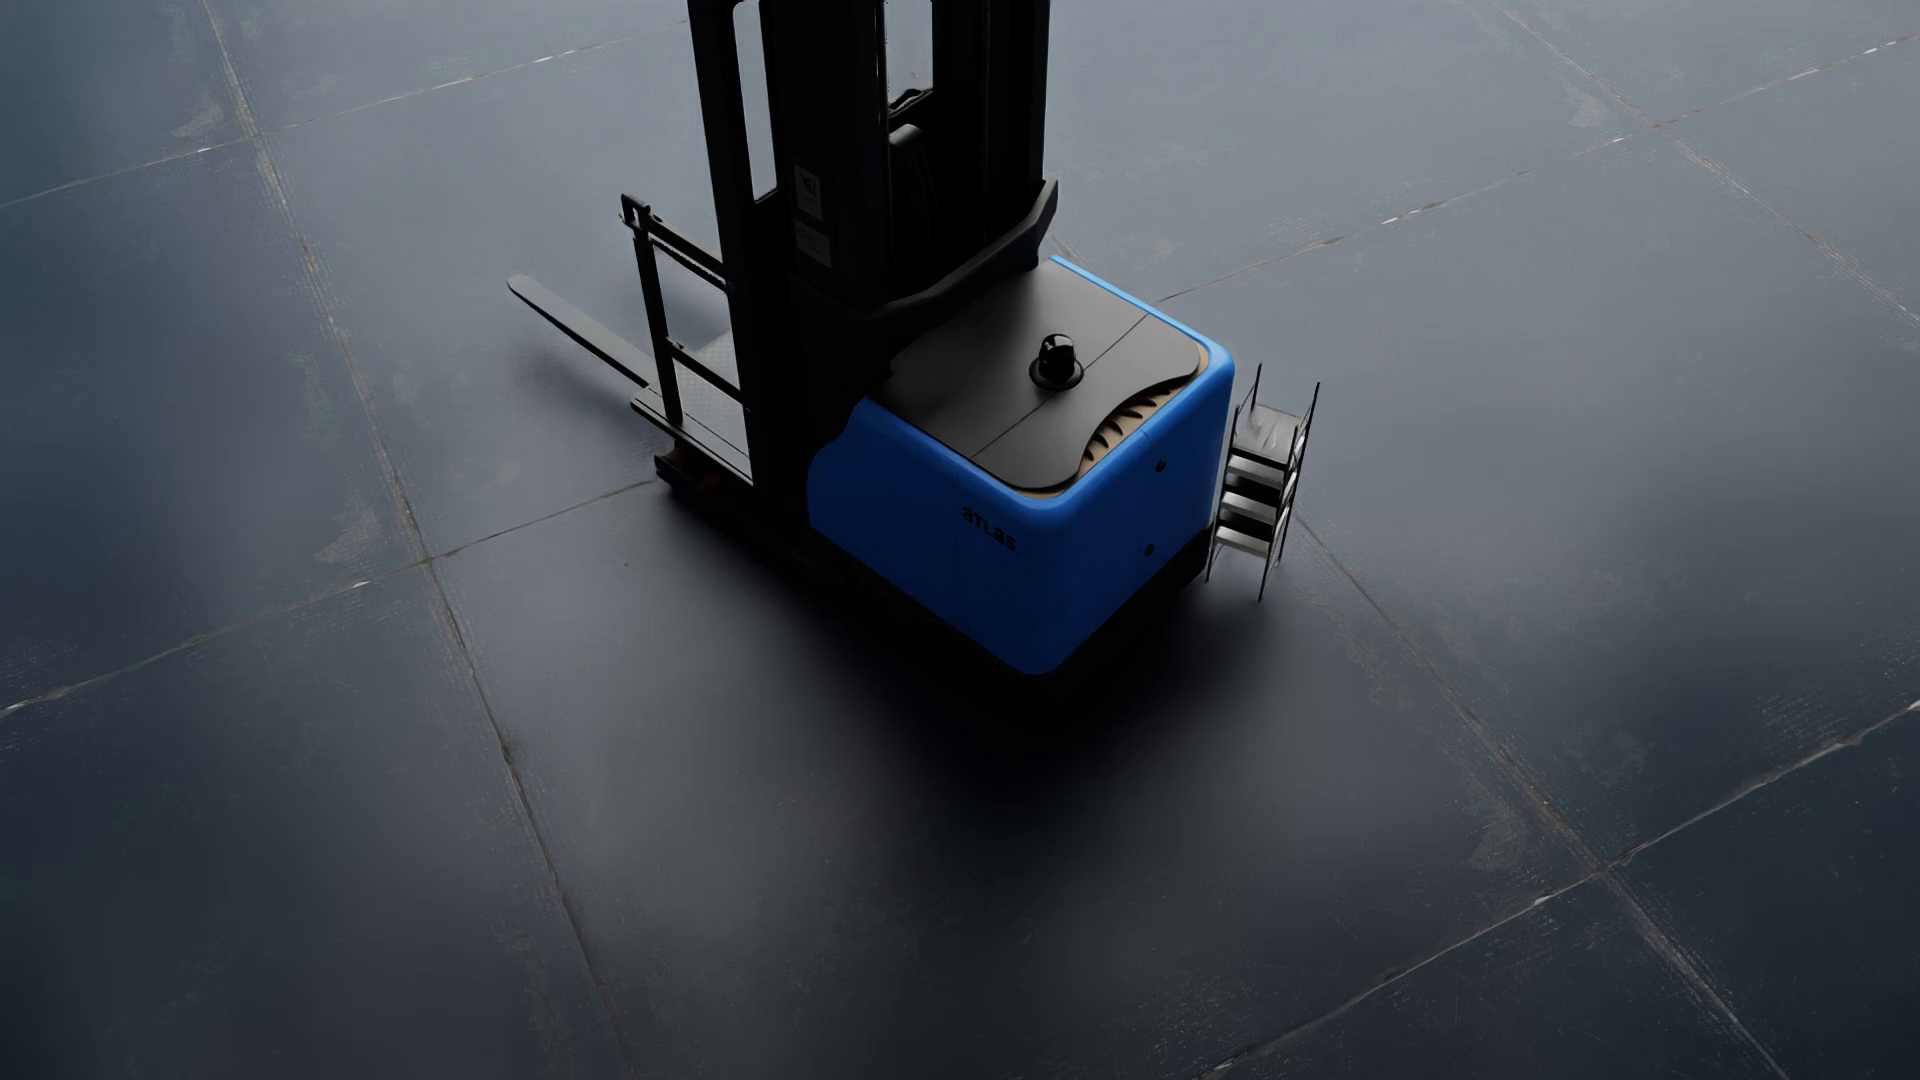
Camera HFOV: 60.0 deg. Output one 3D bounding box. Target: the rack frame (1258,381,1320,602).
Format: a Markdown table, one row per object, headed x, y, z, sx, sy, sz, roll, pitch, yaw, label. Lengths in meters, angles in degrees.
| x | y | z | sx | sy | sz | roll | pitch | yaw | label |
| --- | --- | --- | --- | --- | --- | --- | --- | --- | --- |
| 1.139 | -0.150 | 5.783 | 0.006 | 0.900 | 0.240 | 20 | 52 | 17 | rack frame |

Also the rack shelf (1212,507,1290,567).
| x | y | z | sx | sy | sz | roll | pitch | yaw | label |
| --- | --- | --- | --- | --- | --- | --- | --- | --- | --- |
| 1.048 | -0.044 | 5.974 | 0.200 | 0.077 | 0.258 | 20 | 52 | 17 | rack shelf |

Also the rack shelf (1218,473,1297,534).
| x | y | z | sx | sy | sz | roll | pitch | yaw | label |
| --- | --- | --- | --- | --- | --- | --- | --- | --- | --- |
| 1.048 | -0.162 | 5.838 | 0.200 | 0.077 | 0.258 | 20 | 52 | 17 | rack shelf |

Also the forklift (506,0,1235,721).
| x | y | z | sx | sy | sz | roll | pitch | yaw | label |
| --- | --- | --- | --- | --- | --- | --- | --- | --- | --- |
| -0.531 | -1.324 | 5.460 | 3.031 | 2.935 | 1.130 | 34 | 57 | 26 | forklift |

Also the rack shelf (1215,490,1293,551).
| x | y | z | sx | sy | sz | roll | pitch | yaw | label |
| --- | --- | --- | --- | --- | --- | --- | --- | --- | --- |
| 1.048 | -0.103 | 5.906 | 0.200 | 0.077 | 0.258 | 20 | 52 | 17 | rack shelf |

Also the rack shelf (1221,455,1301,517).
| x | y | z | sx | sy | sz | roll | pitch | yaw | label |
| --- | --- | --- | --- | --- | --- | --- | --- | --- | --- |
| 1.048 | -0.221 | 5.770 | 0.200 | 0.077 | 0.258 | 20 | 52 | 17 | rack shelf |

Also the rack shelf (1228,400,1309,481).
| x | y | z | sx | sy | sz | roll | pitch | yaw | label |
| --- | --- | --- | --- | --- | --- | --- | --- | --- | --- |
| 1.048 | -0.340 | 5.635 | 0.200 | 0.077 | 0.258 | 20 | 52 | 17 | rack shelf |

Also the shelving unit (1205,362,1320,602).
| x | y | z | sx | sy | sz | roll | pitch | yaw | label |
| --- | --- | --- | --- | --- | --- | --- | --- | --- | --- |
| 1.048 | -0.184 | 5.813 | 0.210 | 0.900 | 0.258 | 20 | 52 | 17 | shelving unit |

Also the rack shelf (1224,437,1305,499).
| x | y | z | sx | sy | sz | roll | pitch | yaw | label |
| --- | --- | --- | --- | --- | --- | --- | --- | --- | --- |
| 1.048 | -0.281 | 5.703 | 0.200 | 0.077 | 0.258 | 20 | 52 | 17 | rack shelf |

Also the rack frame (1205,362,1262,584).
| x | y | z | sx | sy | sz | roll | pitch | yaw | label |
| --- | --- | --- | --- | --- | --- | --- | --- | --- | --- |
| 0.957 | -0.218 | 5.843 | 0.006 | 0.900 | 0.240 | 20 | 52 | 17 | rack frame |
